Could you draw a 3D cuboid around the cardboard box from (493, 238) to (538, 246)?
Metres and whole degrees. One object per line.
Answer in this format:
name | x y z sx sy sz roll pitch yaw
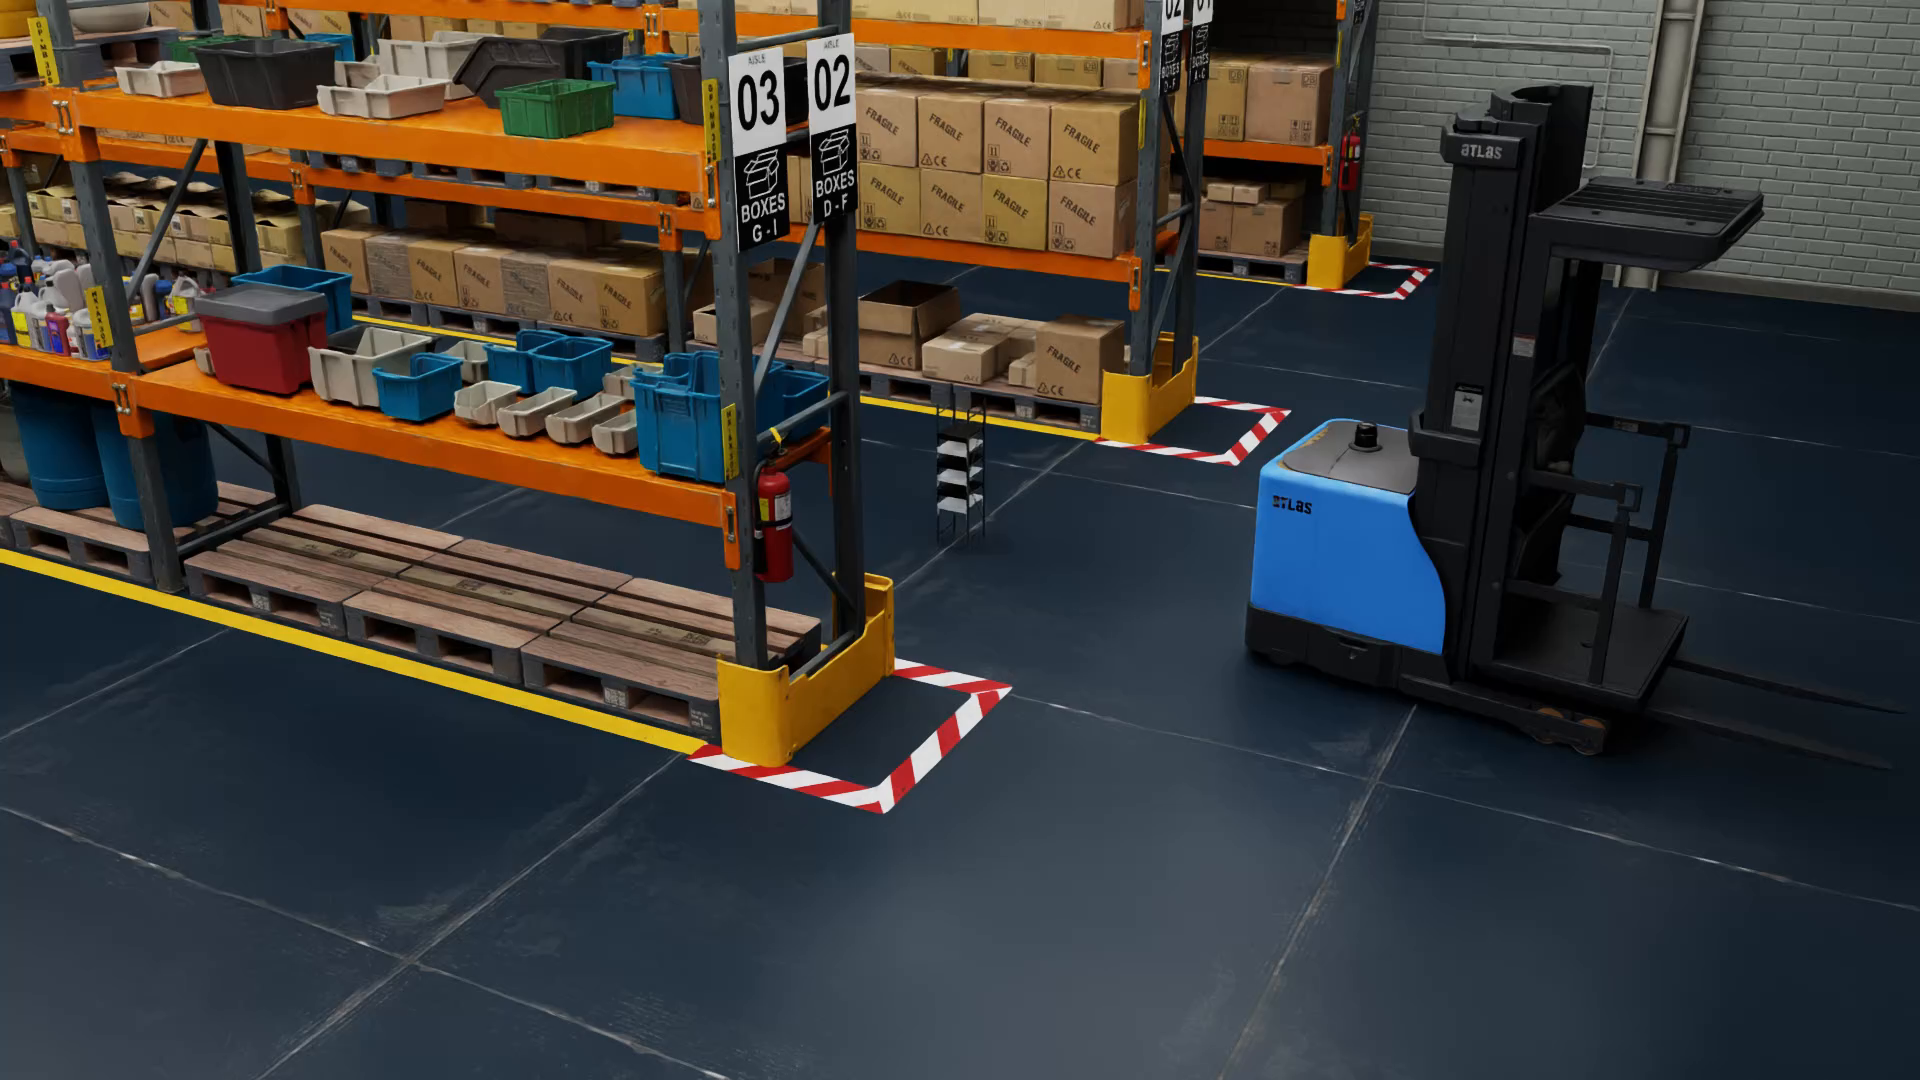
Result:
cardboard box | -3.789 -2.471 14.861 0.500 0.500 0.500 10 25 23

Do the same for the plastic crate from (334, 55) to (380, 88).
plastic crate | -3.024 -2.416 8.603 0.466 0.136 0.293 11 25 25

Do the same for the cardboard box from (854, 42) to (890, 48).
cardboard box | -0.845 -5.333 17.465 0.500 0.250 0.500 12 26 26

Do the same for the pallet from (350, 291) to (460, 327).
pallet | -5.013 -2.256 15.286 1.213 0.211 1.003 11 25 25

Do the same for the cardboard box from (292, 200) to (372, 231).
cardboard box | -5.997 -3.066 15.886 0.500 0.311 0.500 12 26 26

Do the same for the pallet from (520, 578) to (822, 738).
pallet | -1.480 0.582 8.613 1.213 0.211 1.003 11 25 25

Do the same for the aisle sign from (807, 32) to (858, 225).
aisle sign | -0.563 -1.830 7.398 0.004 0.787 0.394 11 25 25

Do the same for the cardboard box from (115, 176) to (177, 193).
cardboard box | -8.274 -3.516 16.944 0.500 0.311 0.500 12 26 26

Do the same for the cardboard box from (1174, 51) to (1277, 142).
cardboard box | 2.595 -4.352 16.267 0.700 0.700 0.980 11 25 24

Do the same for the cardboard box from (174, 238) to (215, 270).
cardboard box | -7.151 -2.800 15.977 0.500 0.250 0.500 12 26 26

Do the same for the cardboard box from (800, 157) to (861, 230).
cardboard box | -0.857 -2.661 12.546 0.500 0.500 0.500 11 25 24

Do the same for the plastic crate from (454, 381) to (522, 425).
plastic crate | -2.355 -0.672 8.258 0.250 0.136 0.298 11 25 25

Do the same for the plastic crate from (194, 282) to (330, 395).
plastic crate | -3.647 -1.061 8.753 0.583 0.464 0.402 11 25 25

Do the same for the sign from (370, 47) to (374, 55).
sign | -5.426 -4.372 15.319 0.005 0.325 0.100 11 25 25

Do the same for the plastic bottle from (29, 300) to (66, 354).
plastic bottle | -5.155 -1.213 9.428 0.135 0.276 0.152 11 25 25

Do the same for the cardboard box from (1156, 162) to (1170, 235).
cardboard box | 1.200 -2.488 12.140 0.500 0.500 0.500 12 26 26

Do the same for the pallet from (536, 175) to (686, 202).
pallet | -2.757 -3.069 13.879 1.213 0.211 1.003 11 25 25

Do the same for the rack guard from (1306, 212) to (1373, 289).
rack guard | 3.730 -2.848 16.308 0.348 0.500 1.175 11 25 25

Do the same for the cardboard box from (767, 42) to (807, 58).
cardboard box | -1.739 -5.159 18.015 0.500 0.500 0.500 12 26 26

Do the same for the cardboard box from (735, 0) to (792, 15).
cardboard box | -1.326 -4.028 12.246 0.500 0.250 0.500 11 25 25

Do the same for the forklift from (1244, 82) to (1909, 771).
forklift | 3.015 -0.570 7.844 3.031 2.935 1.130 14 27 30

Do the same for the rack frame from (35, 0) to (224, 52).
rack frame | -4.331 -4.010 8.180 0.127 3.000 1.000 11 25 25

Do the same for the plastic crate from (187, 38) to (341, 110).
plastic crate | -3.346 -2.254 8.051 0.590 0.269 0.497 11 25 25

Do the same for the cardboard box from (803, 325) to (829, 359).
cardboard box | -1.039 -1.578 13.186 0.250 0.166 0.380 11 25 25

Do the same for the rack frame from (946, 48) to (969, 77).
rack frame | 0.139 -4.709 17.490 0.127 3.000 1.000 11 25 25

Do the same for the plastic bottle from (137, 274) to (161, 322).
plastic bottle | -4.899 -1.471 10.035 0.135 0.276 0.152 11 25 25

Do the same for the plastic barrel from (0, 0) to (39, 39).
plastic barrel | -5.237 -2.999 8.860 0.600 0.588 0.600 0 23 0

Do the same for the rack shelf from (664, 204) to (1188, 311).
rack shelf | -0.308 -2.294 12.730 4.000 0.370 1.077 11 25 25

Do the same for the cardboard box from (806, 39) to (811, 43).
cardboard box | -1.300 -5.423 17.677 0.500 0.250 0.500 12 26 26

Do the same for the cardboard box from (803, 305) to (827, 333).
cardboard box | -1.095 -1.822 13.782 0.250 0.149 0.380 11 25 25

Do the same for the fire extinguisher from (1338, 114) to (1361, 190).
fire extinguisher | 3.635 -3.608 15.475 0.183 0.674 0.296 11 25 25

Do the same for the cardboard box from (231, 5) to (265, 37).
cardboard box | -8.919 -6.653 21.268 0.500 0.500 0.500 12 26 26

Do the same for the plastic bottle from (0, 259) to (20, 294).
plastic bottle | -5.936 -1.623 10.398 0.097 0.271 0.097 0 23 0

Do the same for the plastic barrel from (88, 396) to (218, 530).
plastic barrel | -4.809 -0.578 9.922 0.708 0.901 0.600 11 25 25

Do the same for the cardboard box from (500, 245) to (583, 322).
cardboard box | -3.547 -2.196 14.213 0.500 0.500 0.500 12 26 25

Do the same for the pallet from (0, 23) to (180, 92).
pallet | -5.075 -2.647 9.049 1.003 0.211 1.213 11 25 25

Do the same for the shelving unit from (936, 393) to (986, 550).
shelving unit | 0.007 -0.413 10.071 0.210 0.900 0.258 11 25 25

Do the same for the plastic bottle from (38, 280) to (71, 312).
plastic bottle | -5.234 -1.325 9.595 0.185 0.351 0.144 11 25 25

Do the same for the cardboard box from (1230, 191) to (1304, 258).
cardboard box | 3.039 -3.134 16.445 0.500 0.500 0.700 11 25 25

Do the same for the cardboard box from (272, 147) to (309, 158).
cardboard box | -5.967 -3.723 15.285 0.500 0.311 0.500 13 26 28

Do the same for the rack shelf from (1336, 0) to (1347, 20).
rack shelf | 1.924 -5.405 16.213 4.000 0.370 1.077 11 25 25

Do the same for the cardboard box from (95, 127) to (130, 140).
cardboard box | -8.084 -4.202 16.171 0.500 0.500 0.500 13 26 28

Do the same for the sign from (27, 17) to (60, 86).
sign | -4.581 -2.442 8.314 0.005 0.325 0.100 11 25 25

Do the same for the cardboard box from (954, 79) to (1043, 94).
cardboard box | 0.286 -3.128 12.367 0.500 0.500 0.500 12 26 25

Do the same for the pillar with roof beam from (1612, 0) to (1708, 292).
pillar with roof beam | 4.566 -5.085 10.709 0.400 9.000 9.100 11 25 25

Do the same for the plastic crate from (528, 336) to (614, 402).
plastic crate | -2.008 -0.884 8.633 0.300 0.233 0.416 11 25 25

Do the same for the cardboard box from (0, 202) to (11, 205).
cardboard box | -10.186 -3.416 17.426 0.500 0.250 0.500 11 25 25

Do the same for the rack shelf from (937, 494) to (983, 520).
rack shelf | 0.007 -0.216 10.154 0.200 0.077 0.258 11 25 25

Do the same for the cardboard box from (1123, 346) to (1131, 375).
cardboard box | 1.258 -1.356 12.687 0.250 0.149 0.380 11 25 25

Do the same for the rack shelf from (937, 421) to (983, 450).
rack shelf | 0.007 -0.630 9.978 0.200 0.077 0.258 11 25 25

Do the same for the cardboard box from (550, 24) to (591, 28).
cardboard box | -4.366 -5.832 19.442 0.500 0.500 0.700 9 25 20

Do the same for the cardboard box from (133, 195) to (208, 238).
cardboard box | -7.603 -3.146 16.075 0.500 0.311 0.500 12 26 26

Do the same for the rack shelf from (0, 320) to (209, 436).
rack shelf | -6.116 -1.271 10.325 4.000 0.370 1.077 11 25 25

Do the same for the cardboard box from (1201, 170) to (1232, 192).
cardboard box | 2.565 -3.614 16.744 0.250 0.149 0.380 11 26 25

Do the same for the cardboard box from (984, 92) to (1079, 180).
cardboard box | 0.504 -2.849 11.712 0.500 0.500 0.500 12 26 26

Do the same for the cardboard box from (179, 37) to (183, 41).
cardboard box | -10.278 -6.571 22.034 0.500 0.250 0.500 10 25 23

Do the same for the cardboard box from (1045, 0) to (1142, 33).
cardboard box | 0.899 -3.582 11.198 0.500 0.250 0.500 11 25 25

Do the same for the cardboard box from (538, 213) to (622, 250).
cardboard box | -3.307 -2.723 14.493 0.500 0.250 0.500 11 26 25
